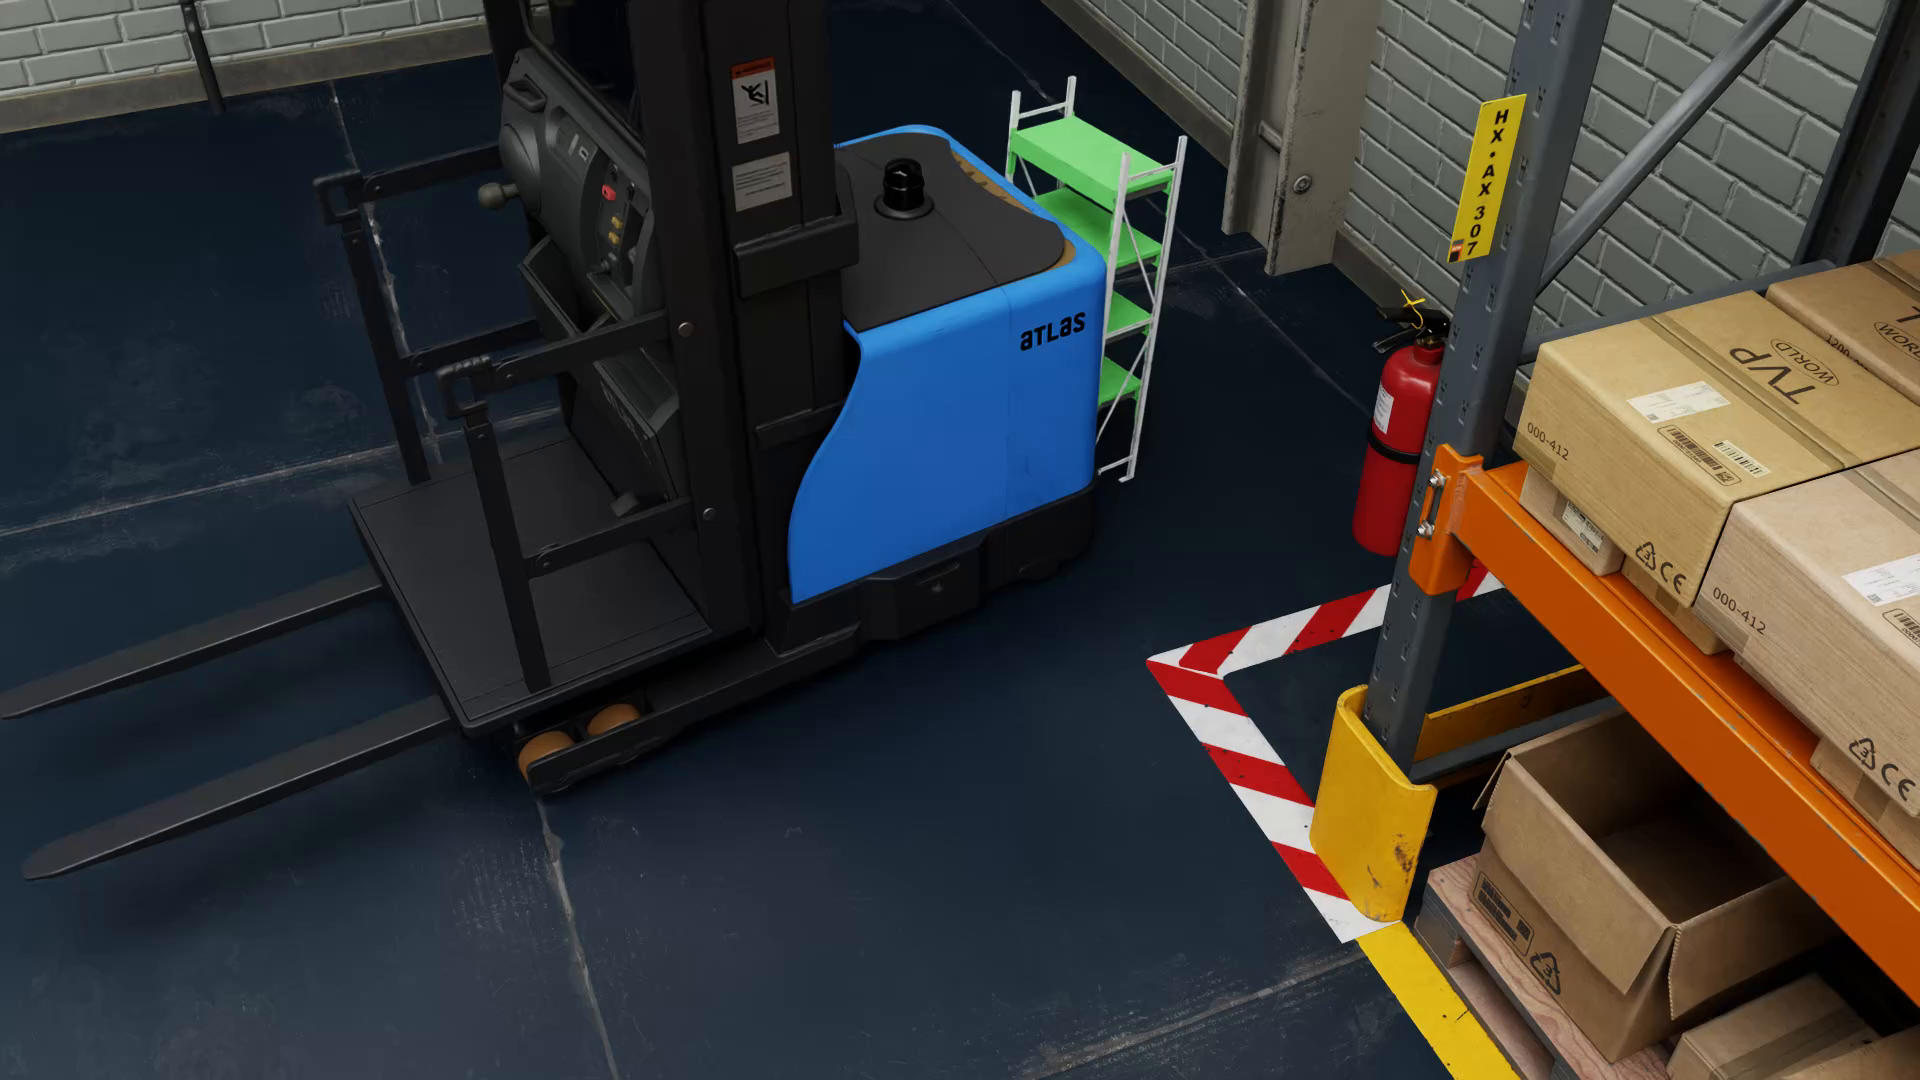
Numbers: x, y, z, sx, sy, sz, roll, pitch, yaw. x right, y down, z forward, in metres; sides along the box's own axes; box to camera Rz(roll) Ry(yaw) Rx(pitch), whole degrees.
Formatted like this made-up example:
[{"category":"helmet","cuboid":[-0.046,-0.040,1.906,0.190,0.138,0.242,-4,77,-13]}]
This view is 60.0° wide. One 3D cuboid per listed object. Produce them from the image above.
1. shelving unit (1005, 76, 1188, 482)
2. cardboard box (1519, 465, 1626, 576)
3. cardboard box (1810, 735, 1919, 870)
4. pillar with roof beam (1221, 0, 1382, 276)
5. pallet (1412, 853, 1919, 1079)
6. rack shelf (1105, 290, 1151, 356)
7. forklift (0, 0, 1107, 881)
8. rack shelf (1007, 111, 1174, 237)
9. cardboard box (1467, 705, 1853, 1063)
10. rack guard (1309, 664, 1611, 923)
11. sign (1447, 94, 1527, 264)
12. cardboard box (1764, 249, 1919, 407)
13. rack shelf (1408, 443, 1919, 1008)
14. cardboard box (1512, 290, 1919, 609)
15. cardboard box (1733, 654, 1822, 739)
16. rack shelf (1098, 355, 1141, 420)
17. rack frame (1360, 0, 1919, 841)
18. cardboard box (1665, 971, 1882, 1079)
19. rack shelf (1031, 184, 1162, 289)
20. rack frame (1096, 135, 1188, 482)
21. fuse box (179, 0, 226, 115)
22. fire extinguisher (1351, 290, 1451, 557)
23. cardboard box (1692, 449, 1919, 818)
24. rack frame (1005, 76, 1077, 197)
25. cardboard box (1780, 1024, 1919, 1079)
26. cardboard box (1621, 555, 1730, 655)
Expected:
[{"category":"shelving unit","cuboid":[0.365,-0.769,5.209,0.258,1.200,0.503,-23,46,-31]},{"category":"cardboard box","cuboid":[1.341,-0.104,3.263,0.380,0.149,0.250,-15,43,-17]},{"category":"cardboard box","cuboid":[1.653,0.355,2.729,0.380,0.149,0.250,-14,43,-16]},{"category":"pillar with roof beam","cuboid":[-2.708,-3.515,2.436,9.100,9.000,0.400,-15,43,-17]},{"category":"pallet","cuboid":[1.803,1.117,3.789,1.003,0.211,1.213,-15,43,-17]},{"category":"rack shelf","cuboid":[0.360,-0.718,5.248,0.258,0.148,0.480,-23,46,-31]},{"category":"forklift","cuboid":[-1.110,-0.829,3.966,3.031,2.935,1.130,-22,45,-23]},{"category":"rack shelf","cuboid":[0.391,-1.096,4.954,0.258,0.148,0.480,-23,46,-31]},{"category":"cardboard box","cuboid":[1.615,0.714,3.712,0.797,0.503,0.637,-17,43,-19]},{"category":"rack guard","cuboid":[1.497,0.528,4.253,1.175,0.500,0.348,-15,43,-17]},{"category":"sign","cuboid":[0.967,-0.658,3.051,0.100,0.325,0.005,-15,43,-17]},{"category":"cardboard box","cuboid":[1.889,-0.311,3.198,0.500,0.250,0.500,-14,43,-16]},{"category":"rack shelf","cuboid":[2.234,1.012,2.324,1.077,0.370,4.000,-15,43,-17]},{"category":"cardboard box","cuboid":[1.393,-0.181,3.047,0.500,0.250,0.500,-15,43,-17]},{"category":"cardboard box","cuboid":[1.613,0.187,2.924,0.380,0.149,0.250,-16,43,-17]},{"category":"rack shelf","cuboid":[0.345,-0.529,5.395,0.258,0.148,0.480,-23,46,-31]},{"category":"rack frame","cuboid":[1.468,-0.466,3.491,1.000,3.000,0.127,-15,43,-17]},{"category":"cardboard box","cuboid":[1.741,1.114,3.519,0.380,0.149,0.250,-17,43,-19]},{"category":"rack shelf","cuboid":[0.376,-0.907,5.101,0.258,0.148,0.480,-23,46,-31]},{"category":"rack frame","cuboid":[0.513,-0.642,5.062,0.240,1.200,0.015,-23,46,-31]},{"category":"fuse box","cuboid":[-3.299,-2.564,6.919,0.539,1.711,0.414,-15,43,-17]},{"category":"fire extinguisher","cuboid":[0.985,-0.268,3.607,0.296,0.674,0.183,-15,43,-17]},{"category":"cardboard box","cuboid":[1.586,0.123,2.694,0.500,0.250,0.500,-15,43,-16]},{"category":"rack frame","cuboid":[0.216,-0.895,5.356,0.240,1.200,0.015,-23,46,-31]},{"category":"cardboard box","cuboid":[1.906,1.240,3.103,0.700,0.500,0.500,-13,42,-15]},{"category":"cardboard box","cuboid":[1.481,0.038,3.098,0.380,0.149,0.250,-14,43,-16]}]
